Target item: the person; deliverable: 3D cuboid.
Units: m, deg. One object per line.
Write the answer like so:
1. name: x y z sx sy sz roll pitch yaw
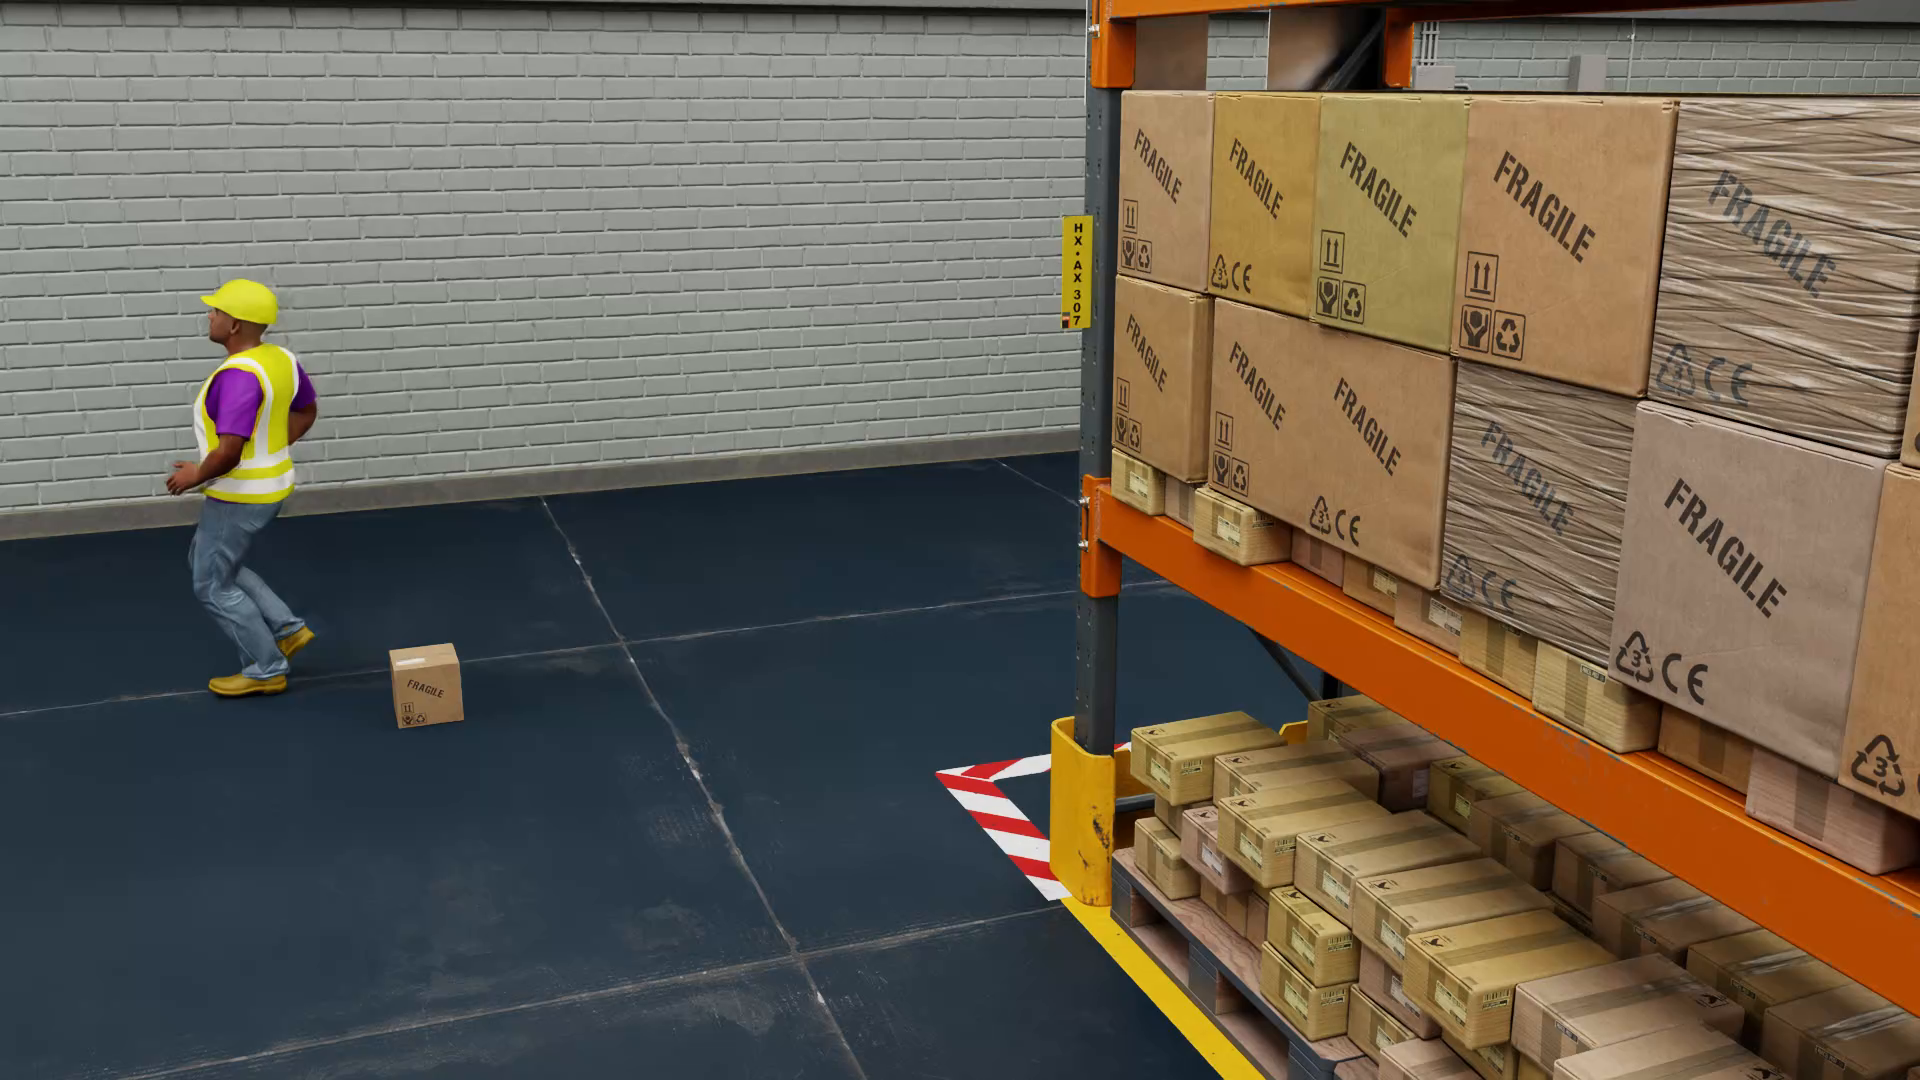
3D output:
1. person: -2.946 -0.201 6.787 0.524 1.720 0.742 -1 16 -5
